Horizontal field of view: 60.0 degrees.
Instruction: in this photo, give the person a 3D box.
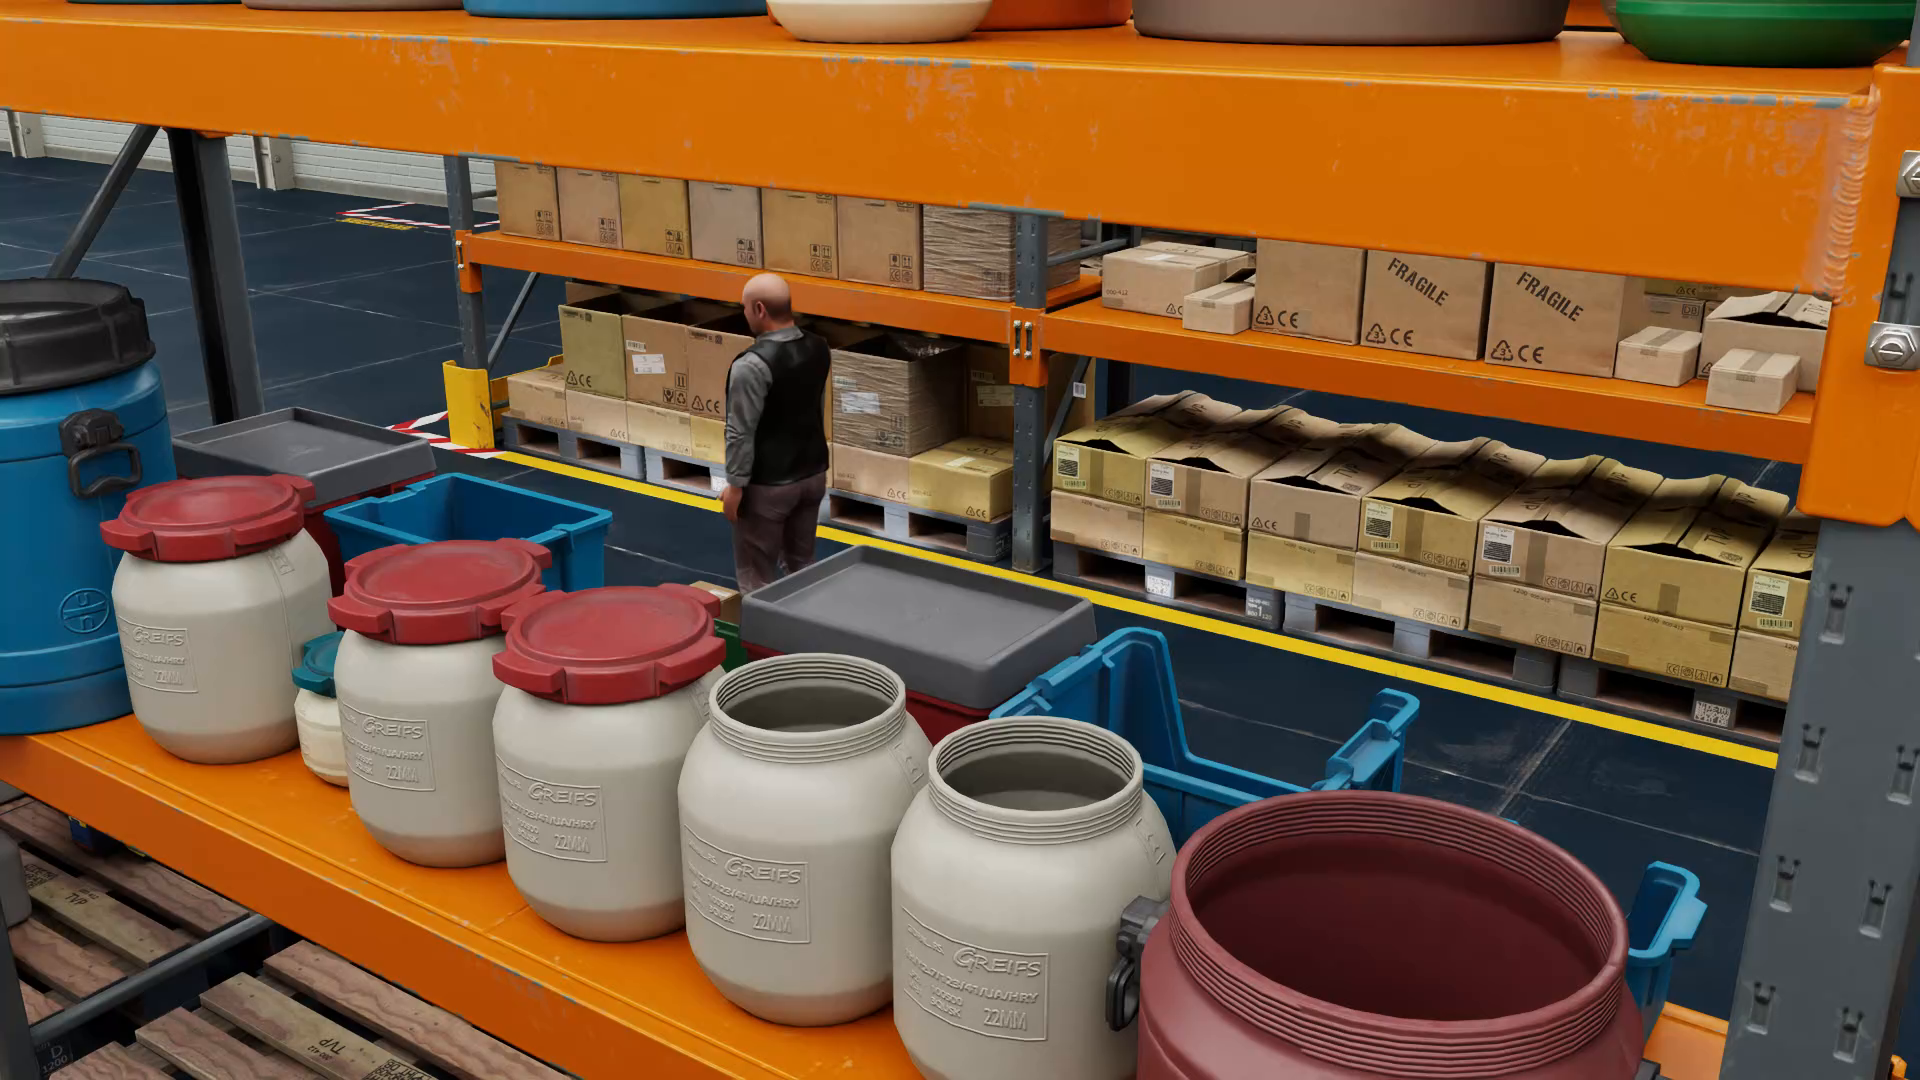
[{"bbox_3d":[-0.752,-0.232,6.776,0.357,1.713,0.534,13,24,33],"label":"person"}]
